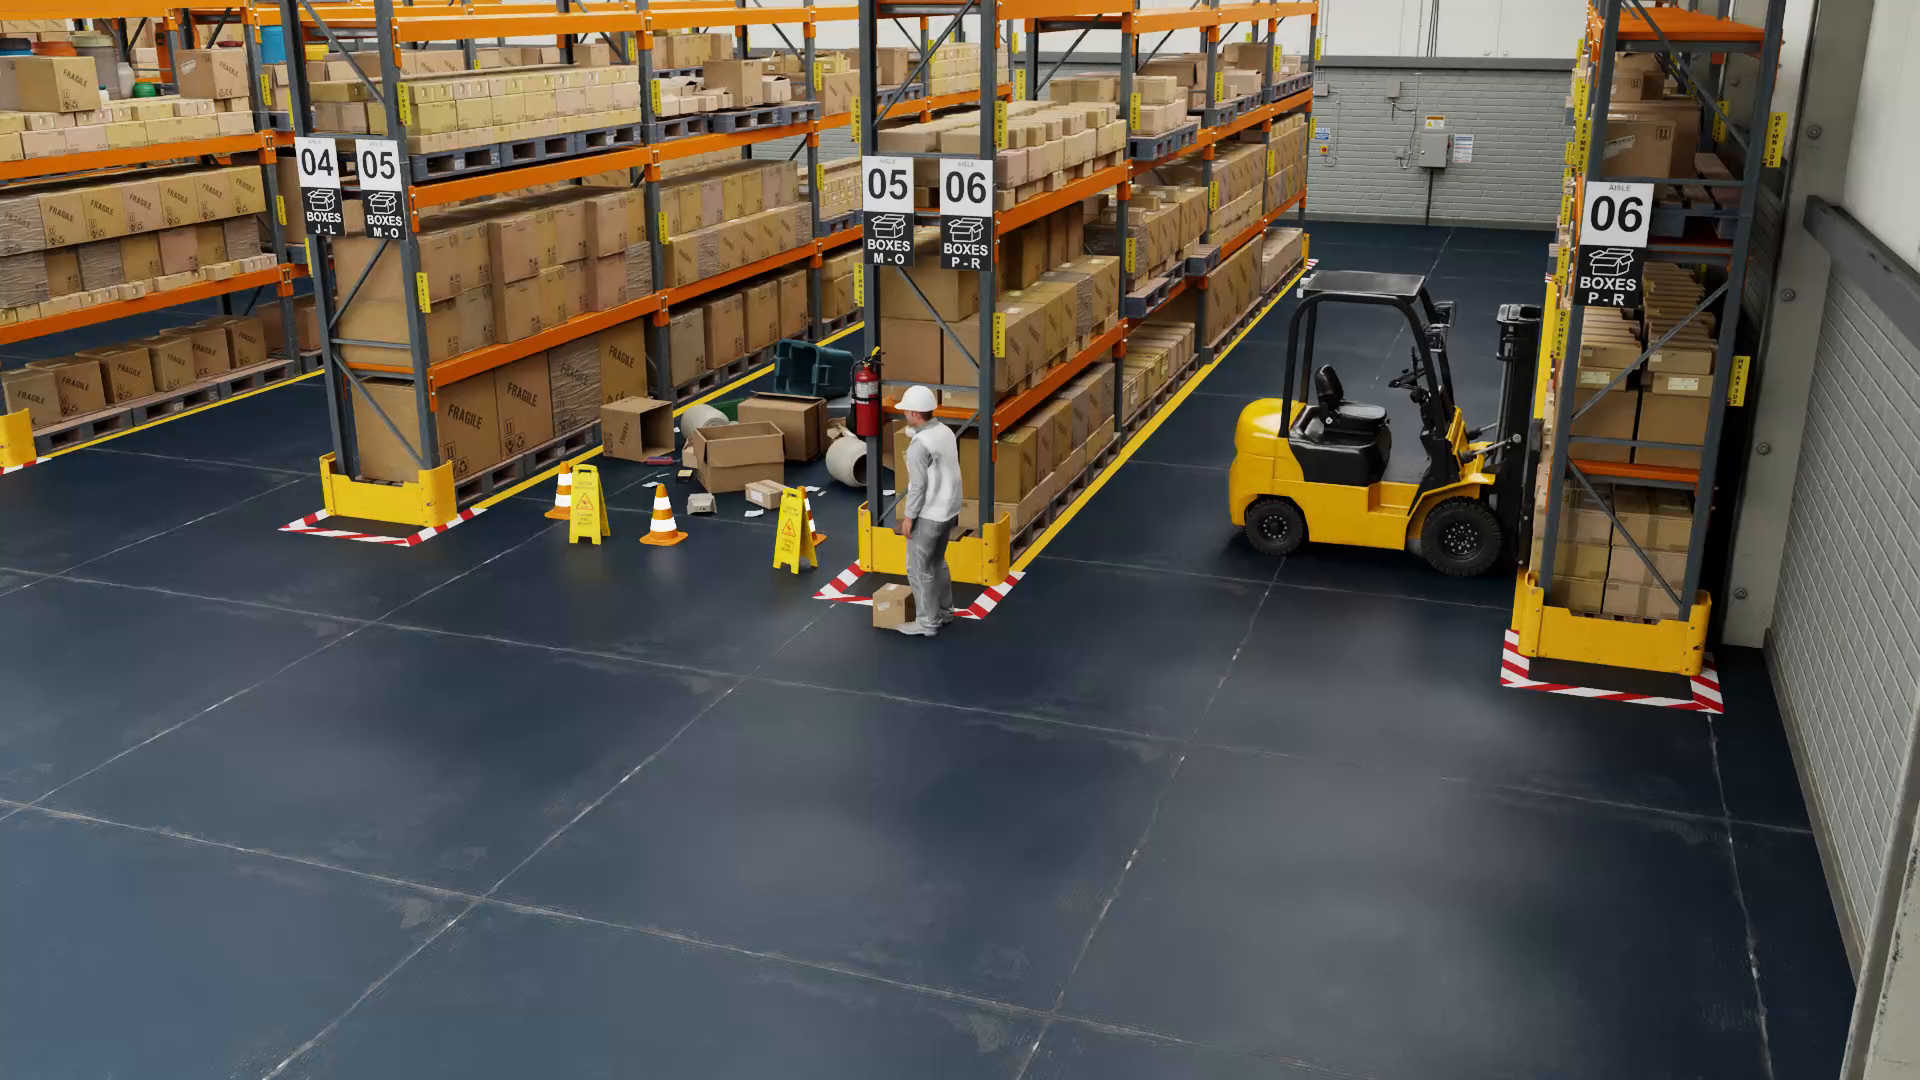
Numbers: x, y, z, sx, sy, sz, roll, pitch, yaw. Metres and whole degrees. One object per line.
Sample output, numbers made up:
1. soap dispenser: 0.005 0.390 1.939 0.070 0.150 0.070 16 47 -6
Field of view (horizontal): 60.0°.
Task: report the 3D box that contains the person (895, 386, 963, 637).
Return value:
1. person: -0.220 -0.210 11.646 0.460 1.772 0.581 8 20 23
